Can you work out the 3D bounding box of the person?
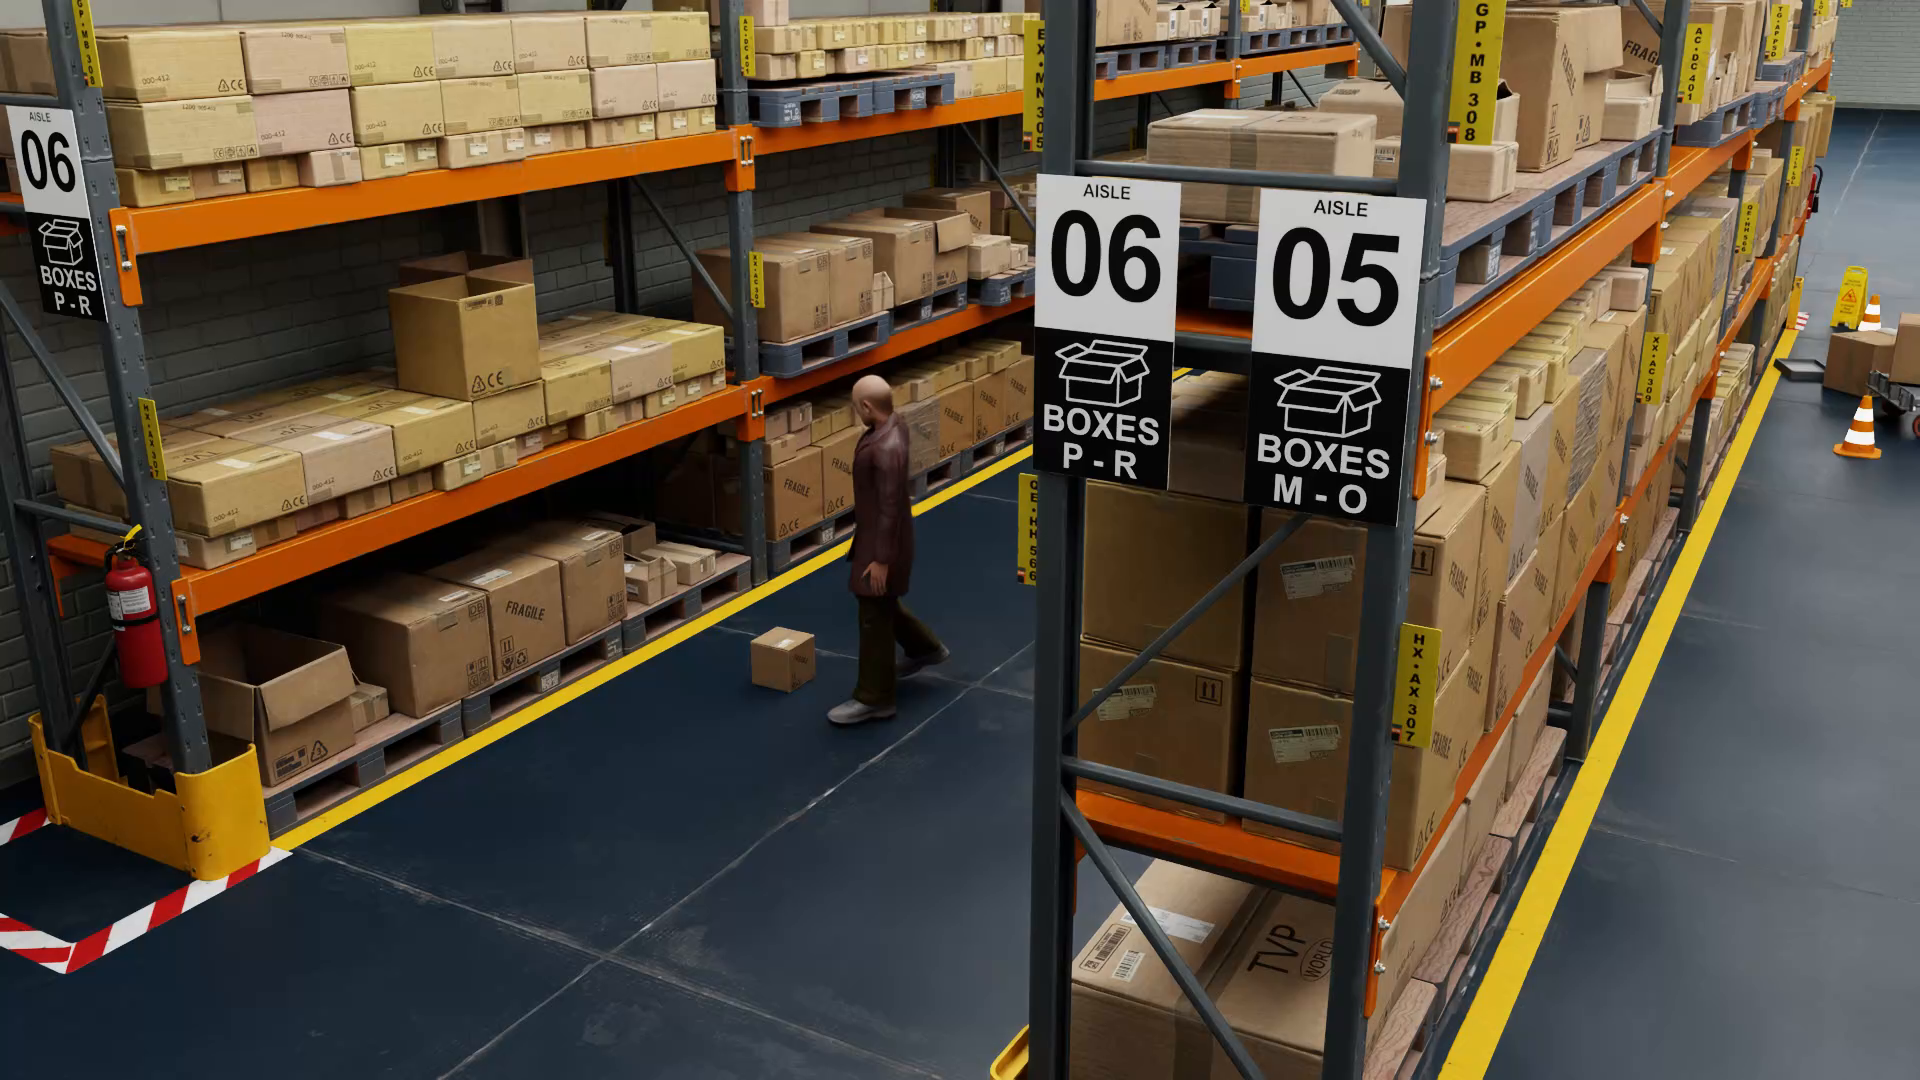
[{"bbox_3d":[-0.370,0.023,8.509,0.658,1.771,0.682,-1,19,-3],"label":"person"}]
